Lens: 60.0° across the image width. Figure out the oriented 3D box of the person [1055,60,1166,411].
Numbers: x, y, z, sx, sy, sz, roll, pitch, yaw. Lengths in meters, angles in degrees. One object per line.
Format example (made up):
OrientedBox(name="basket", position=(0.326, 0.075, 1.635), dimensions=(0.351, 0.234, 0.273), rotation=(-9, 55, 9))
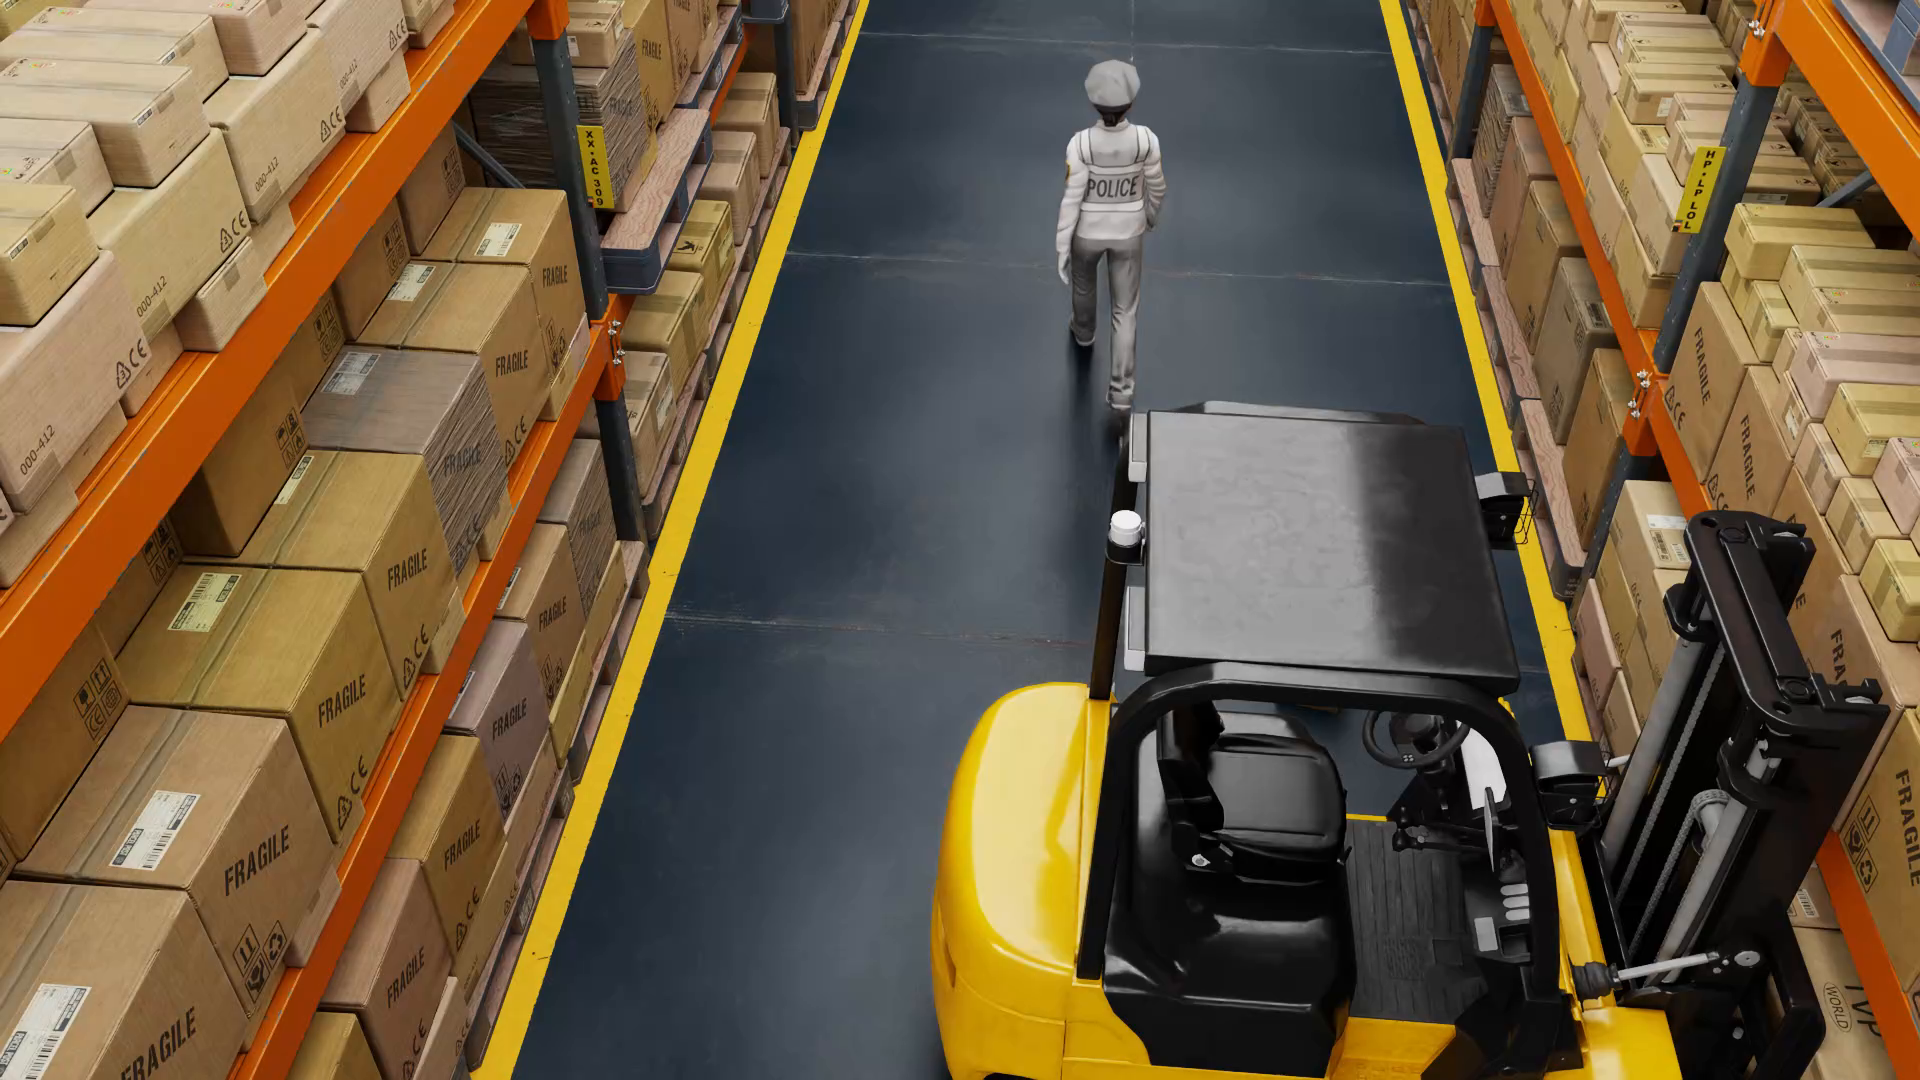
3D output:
OrientedBox(name="person", position=(0.706, -1.465, 7.862), dimensions=(0.519, 1.635, 1.038), rotation=(0, 40, 0))
